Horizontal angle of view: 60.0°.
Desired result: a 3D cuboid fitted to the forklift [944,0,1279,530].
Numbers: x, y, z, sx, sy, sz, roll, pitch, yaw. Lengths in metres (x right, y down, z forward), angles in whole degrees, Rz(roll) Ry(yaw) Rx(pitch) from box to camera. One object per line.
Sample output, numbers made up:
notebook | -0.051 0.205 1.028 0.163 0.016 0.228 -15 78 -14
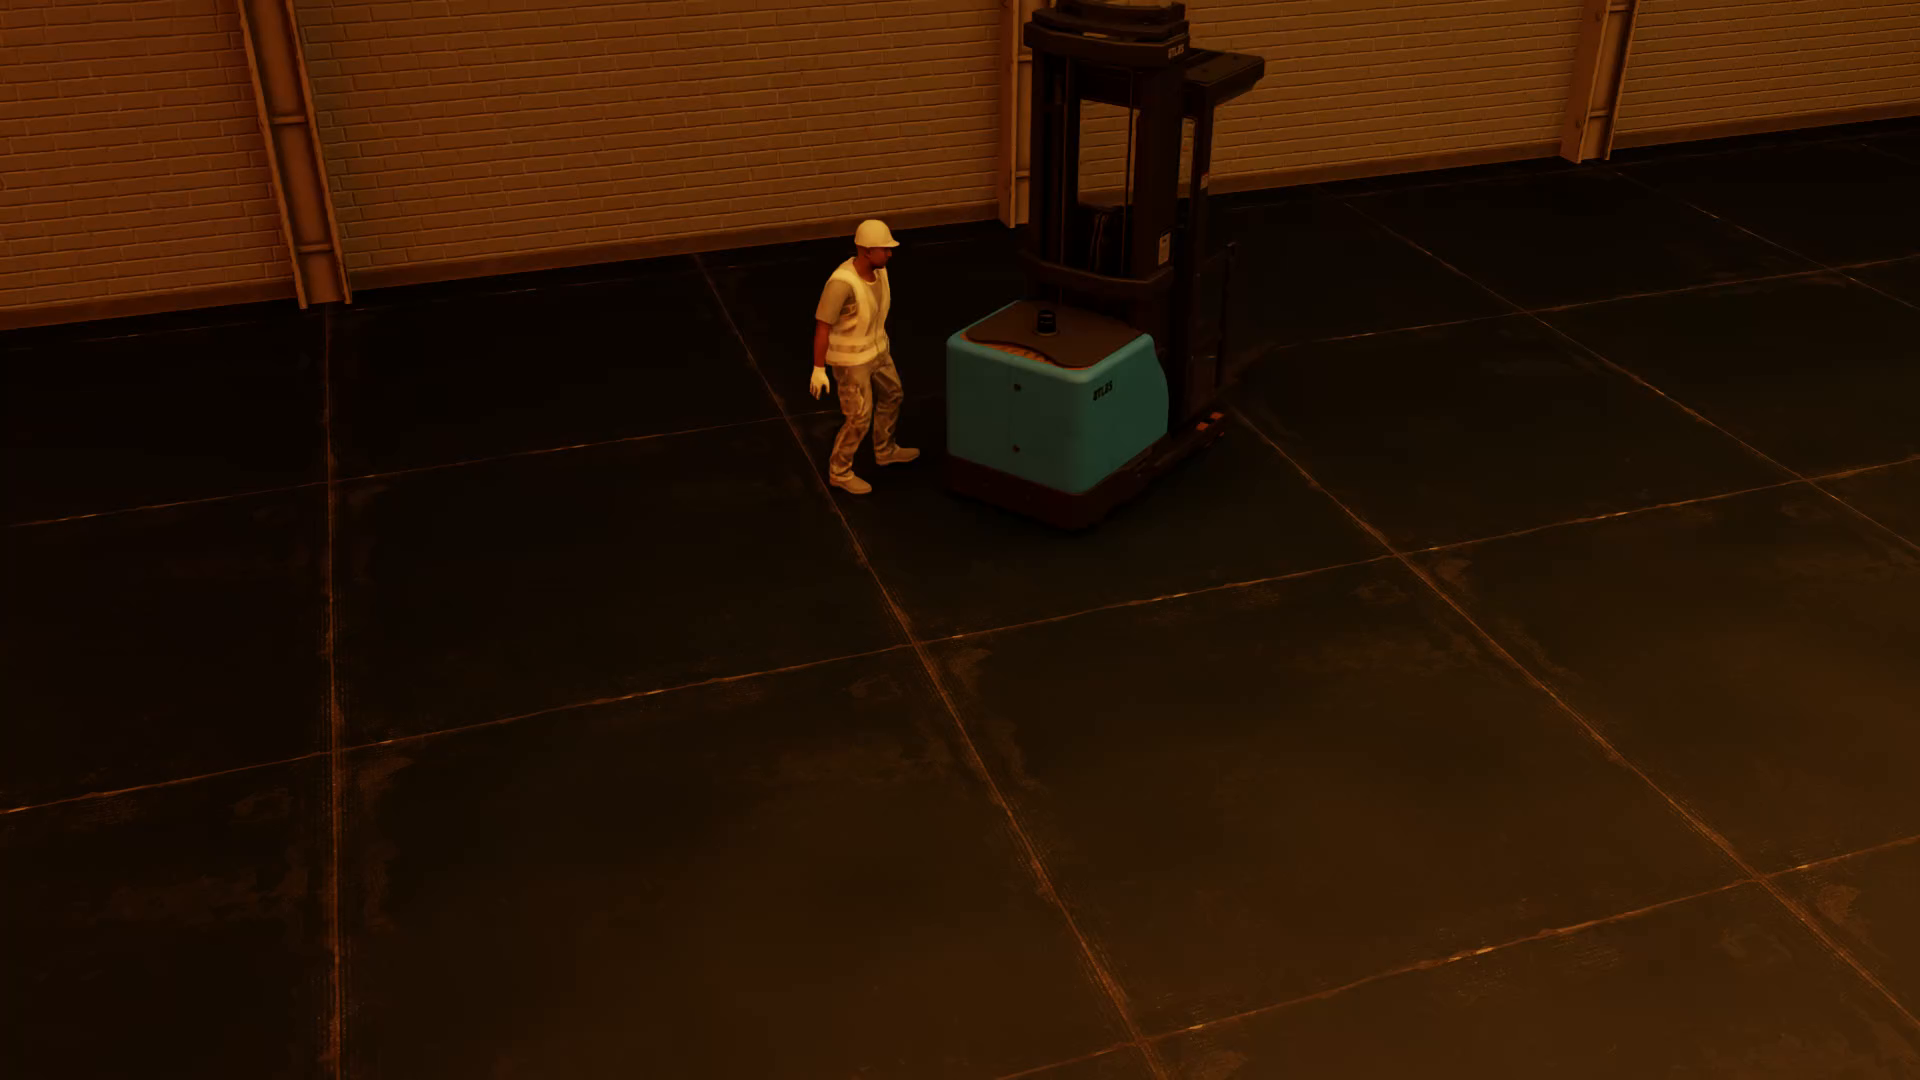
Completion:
forklift | 1.167 -2.014 10.588 1.130 2.935 3.031 20 35 30

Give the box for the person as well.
person | -0.581 -1.135 10.255 0.440 1.746 0.882 14 33 22
